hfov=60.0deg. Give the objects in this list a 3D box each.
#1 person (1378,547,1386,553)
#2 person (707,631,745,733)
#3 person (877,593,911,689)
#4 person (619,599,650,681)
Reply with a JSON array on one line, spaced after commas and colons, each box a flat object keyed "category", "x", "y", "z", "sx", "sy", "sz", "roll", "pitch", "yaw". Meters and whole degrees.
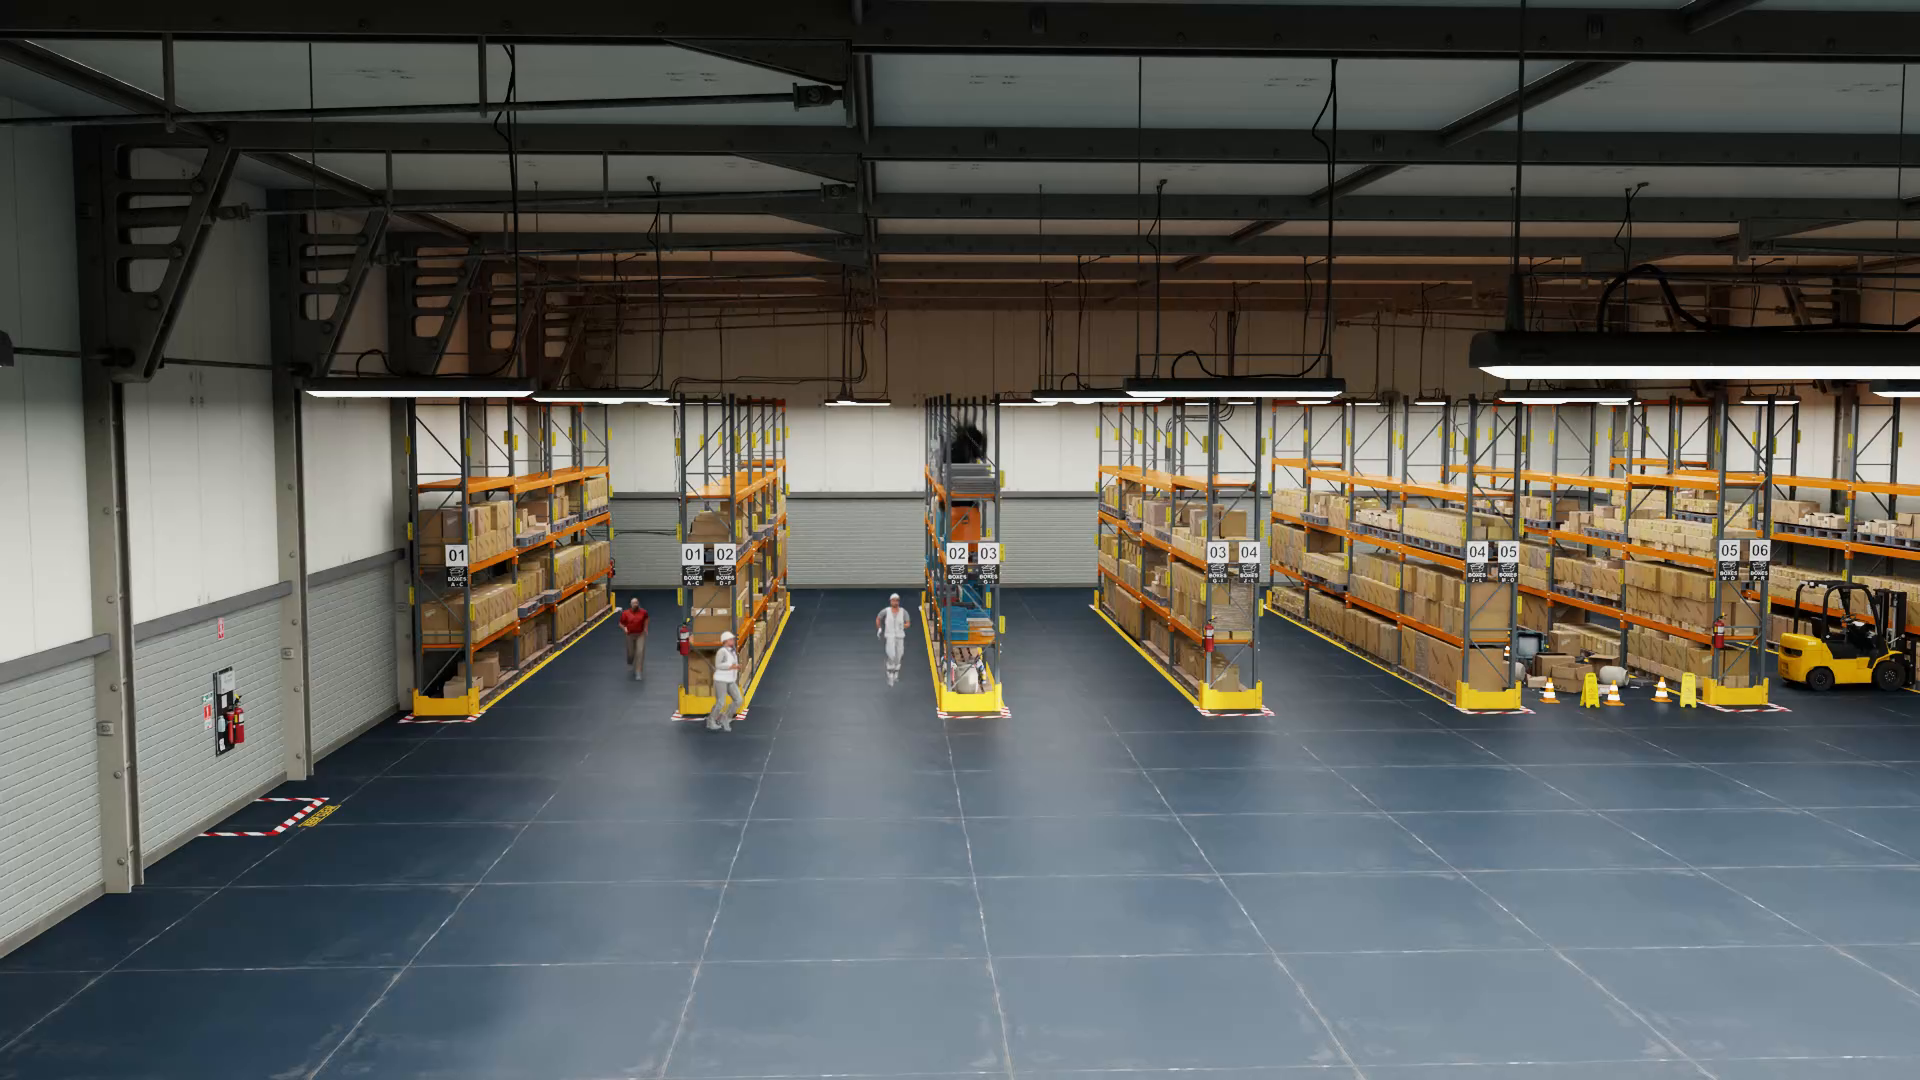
[{"category": "person", "x": 12.541, "y": 1.023, "z": 49.280, "sx": 0.745, "sy": 1.678, "sz": 0.599, "roll": 0, "pitch": 5, "yaw": 1}, {"category": "person", "x": -4.094, "y": 2.527, "z": 29.534, "sx": 0.728, "sy": 1.820, "sz": 0.657, "roll": 2, "pitch": 5, "yaw": 26}, {"category": "person", "x": -1.281, "y": 1.979, "z": 32.626, "sx": 0.641, "sy": 1.872, "sz": 0.719, "roll": -1, "pitch": 5, "yaw": -13}, {"category": "person", "x": -6.902, "y": 2.089, "z": 35.308, "sx": 0.653, "sy": 1.705, "sz": 0.898, "roll": -1, "pitch": 5, "yaw": -15}]
